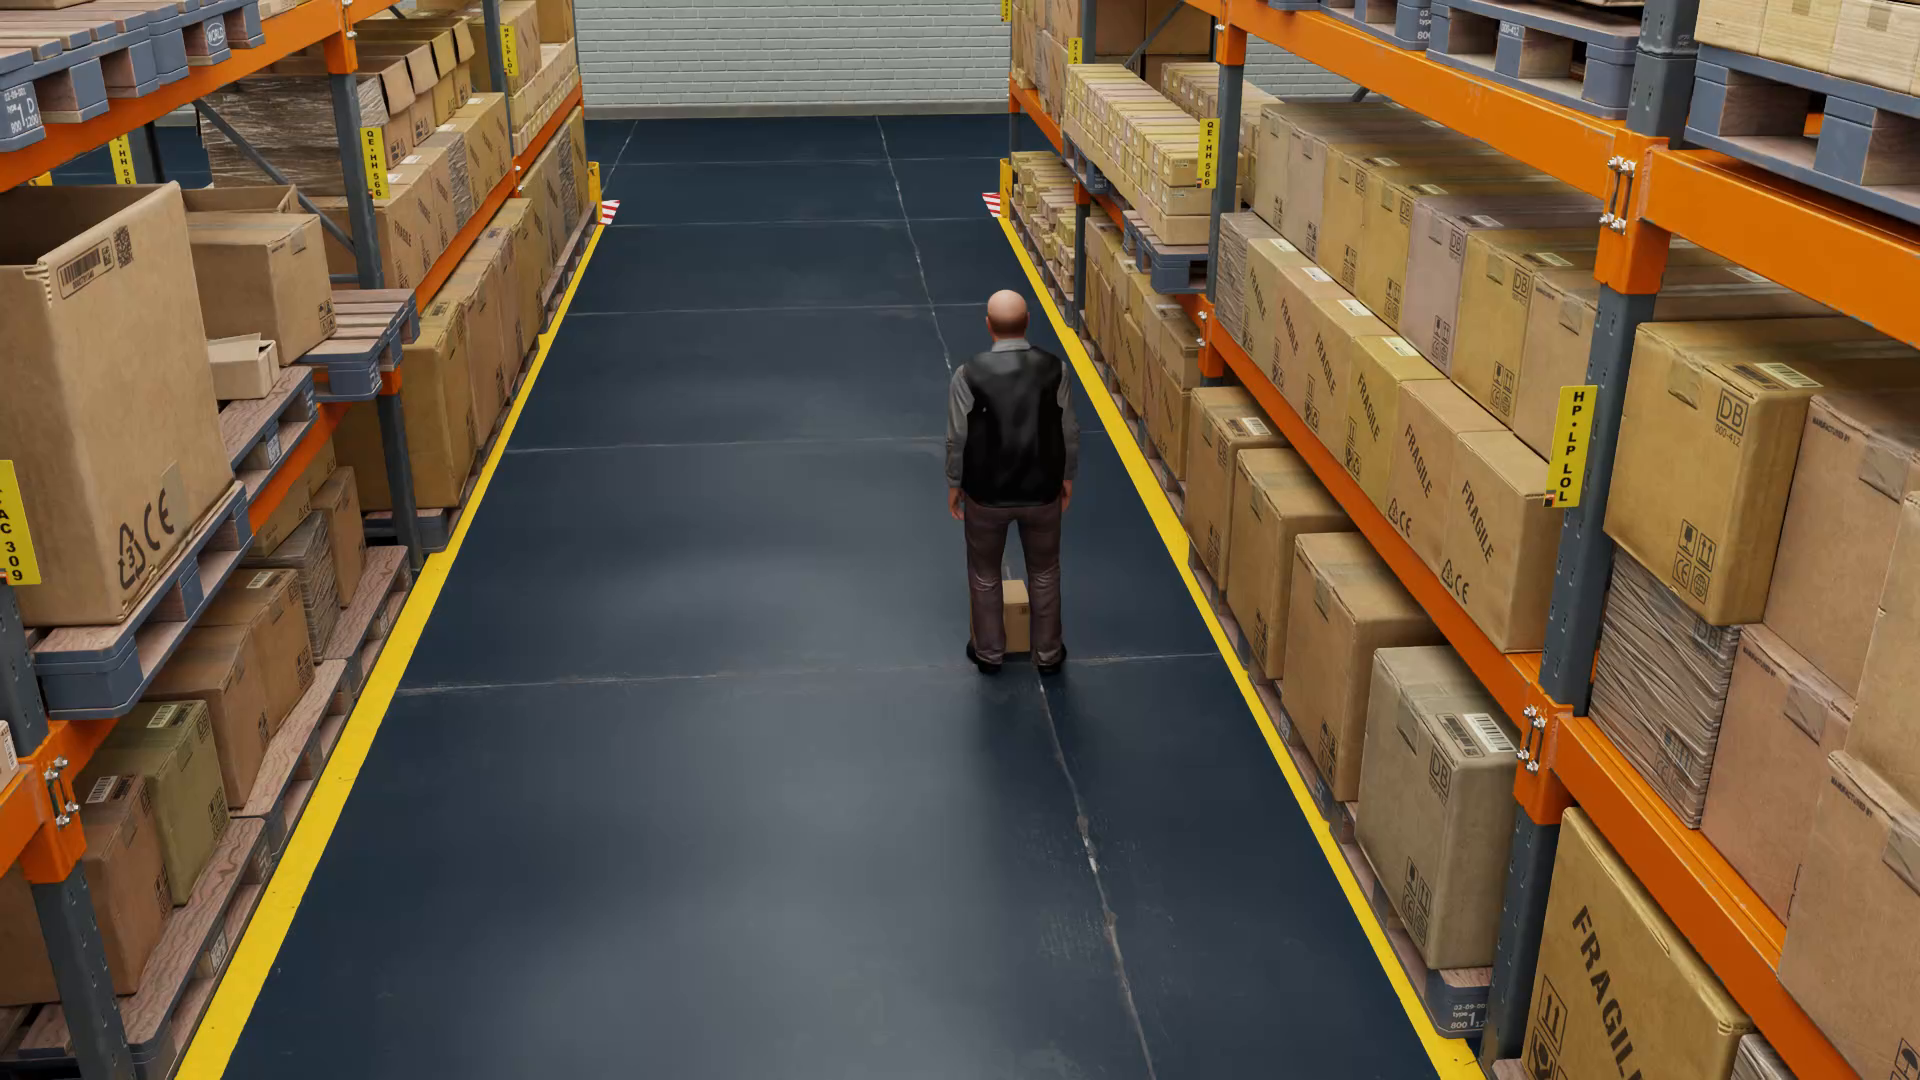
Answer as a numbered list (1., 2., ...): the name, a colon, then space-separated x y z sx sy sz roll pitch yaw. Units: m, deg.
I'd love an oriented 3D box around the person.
1. person: 0.217 -0.217 7.129 0.575 1.720 0.474 -3 24 -7
